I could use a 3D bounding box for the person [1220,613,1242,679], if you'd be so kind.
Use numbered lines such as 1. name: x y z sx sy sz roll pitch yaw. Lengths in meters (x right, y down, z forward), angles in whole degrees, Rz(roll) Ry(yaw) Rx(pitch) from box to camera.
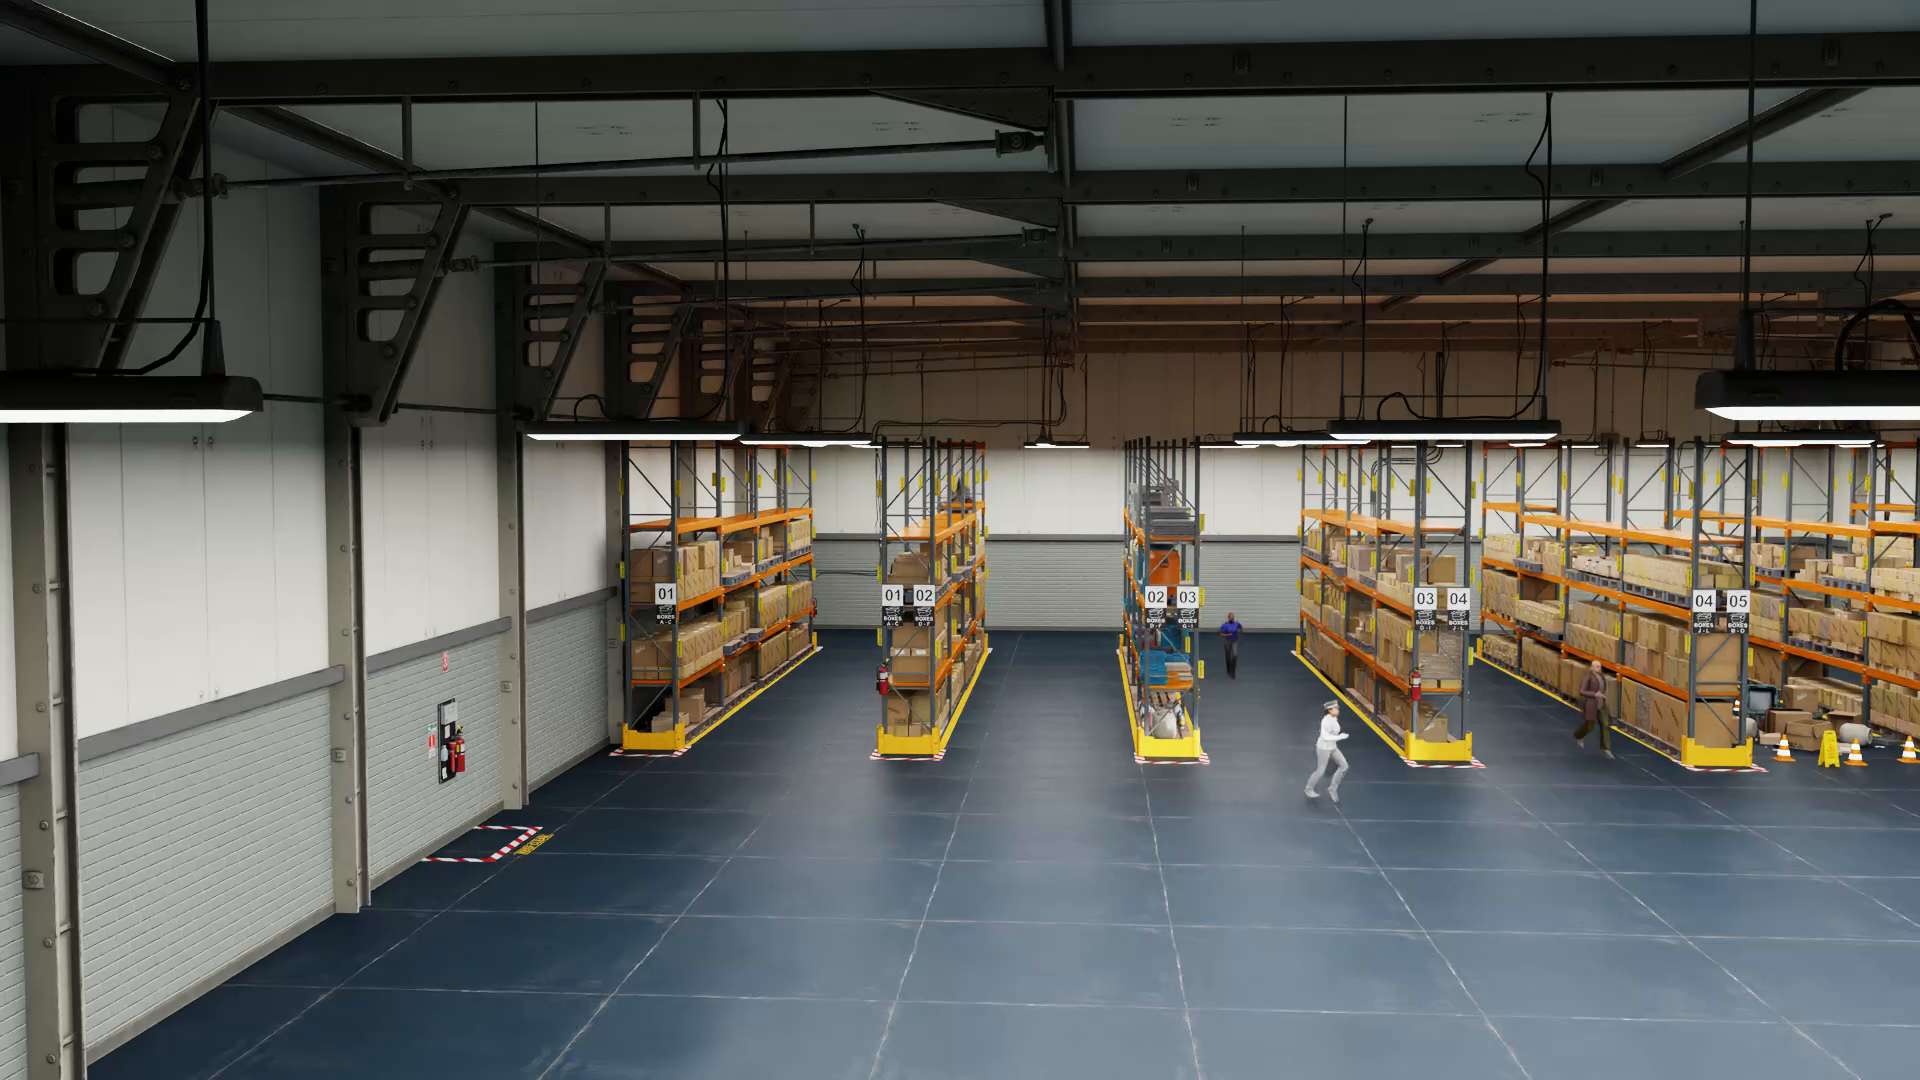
1. person: 6.854 2.662 42.011 0.599 1.686 0.834 0 3 0

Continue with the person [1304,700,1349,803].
1. person: 5.988 3.427 27.124 0.795 1.688 0.640 2 4 37

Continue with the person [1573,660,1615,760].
1. person: 11.916 3.159 31.280 0.740 1.809 1.069 -1 3 -21
